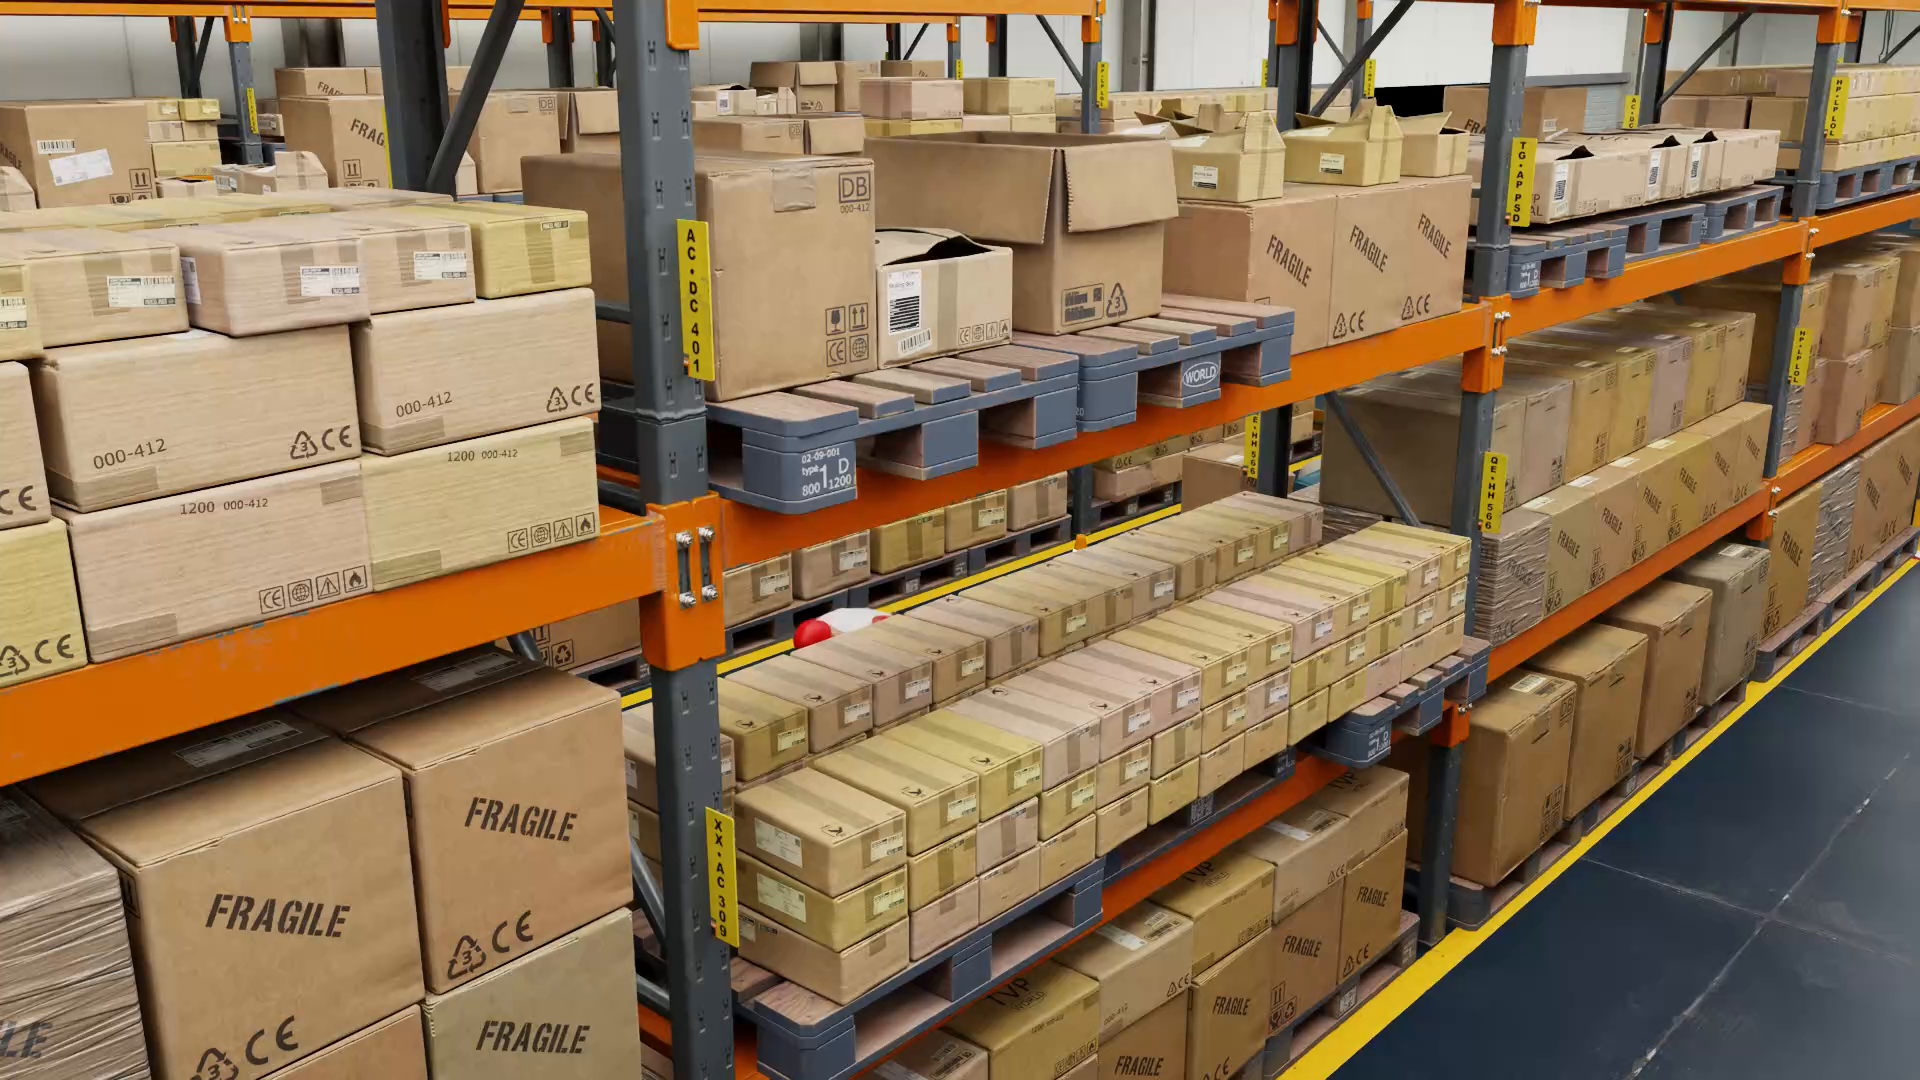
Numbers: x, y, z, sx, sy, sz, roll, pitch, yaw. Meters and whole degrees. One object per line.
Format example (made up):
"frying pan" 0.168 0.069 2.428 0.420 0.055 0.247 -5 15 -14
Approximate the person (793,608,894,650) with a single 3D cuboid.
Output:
"person" -0.601 0.766 9.370 0.541 0.879 0.923 14 22 39
